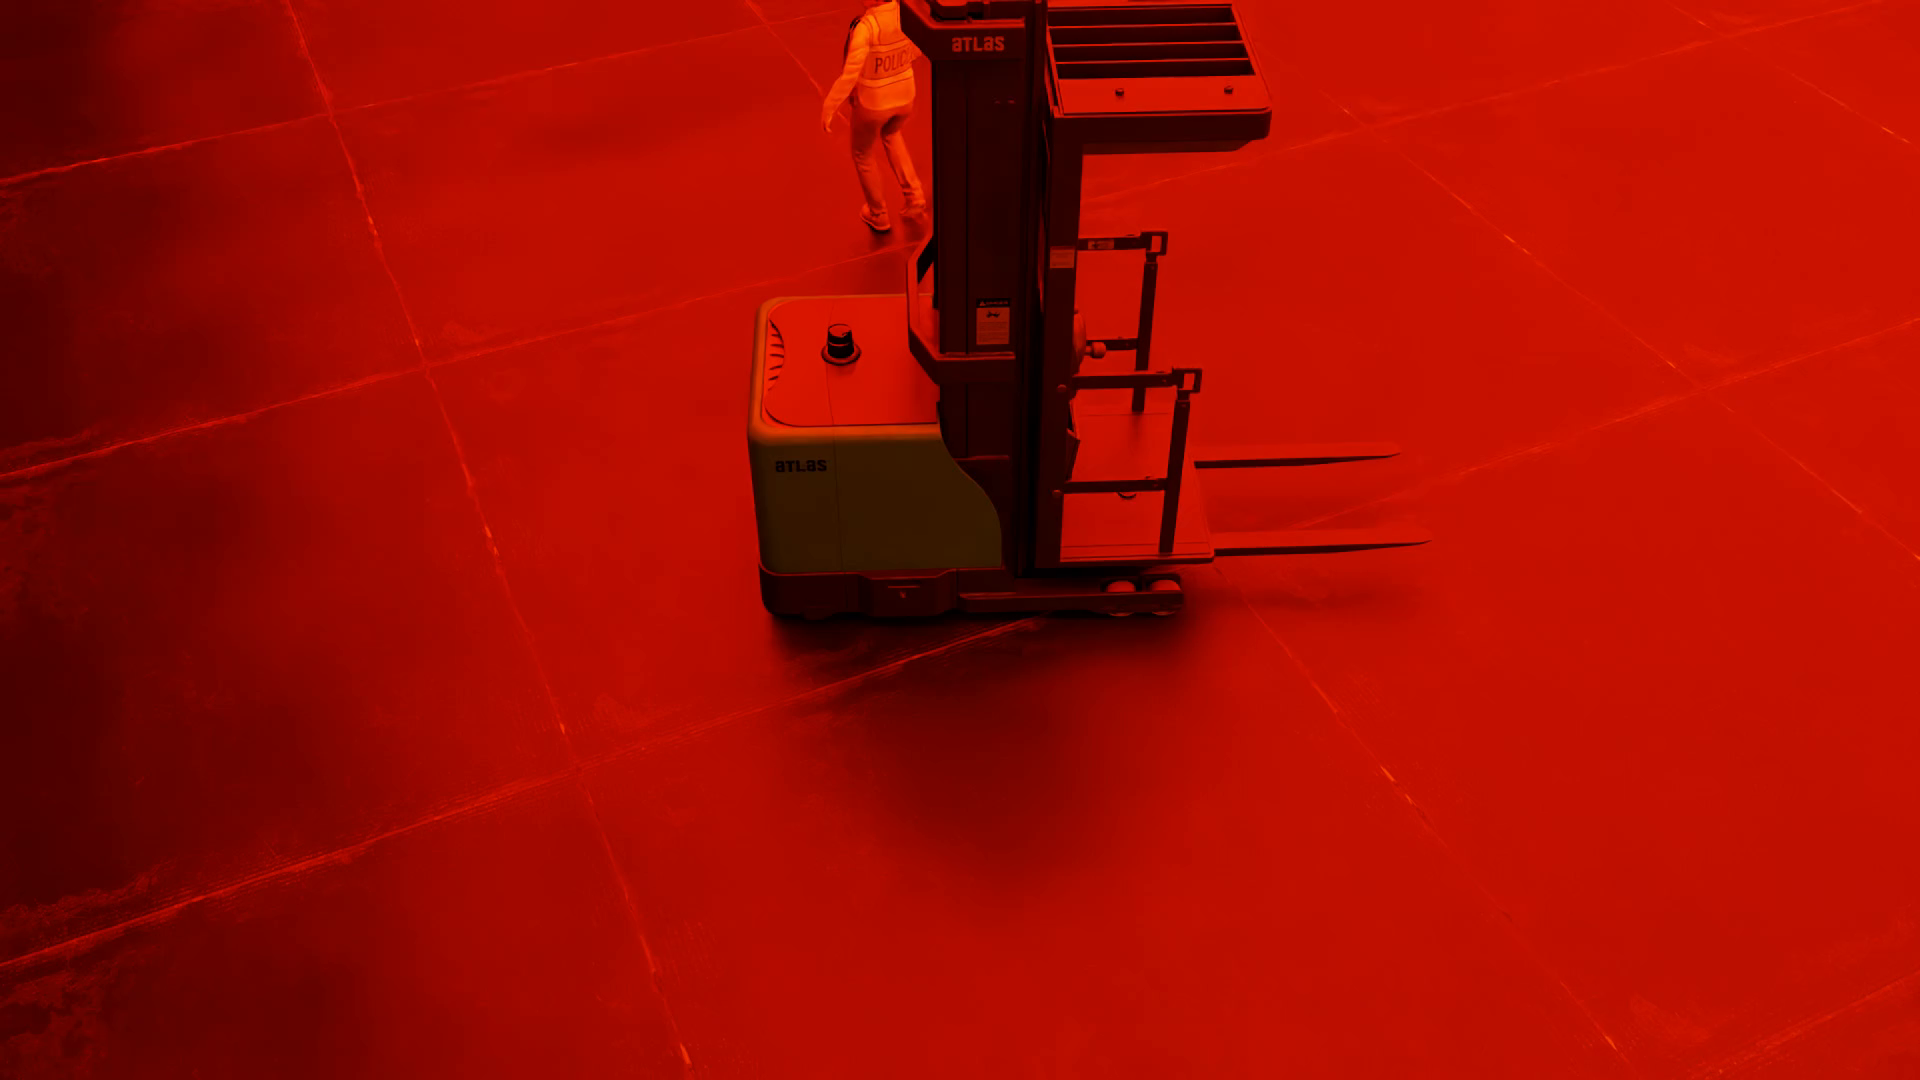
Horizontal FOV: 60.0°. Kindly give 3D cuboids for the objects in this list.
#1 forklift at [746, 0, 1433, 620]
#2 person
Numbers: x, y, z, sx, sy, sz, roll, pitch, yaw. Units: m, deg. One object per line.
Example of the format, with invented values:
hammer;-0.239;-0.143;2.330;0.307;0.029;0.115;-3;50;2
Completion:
forklift;0.610;-1.090;6.848;3.031;2.935;1.130;-2;43;-2
person;-0.488;-2.451;9.265;0.707;1.635;0.434;-24;48;-24
